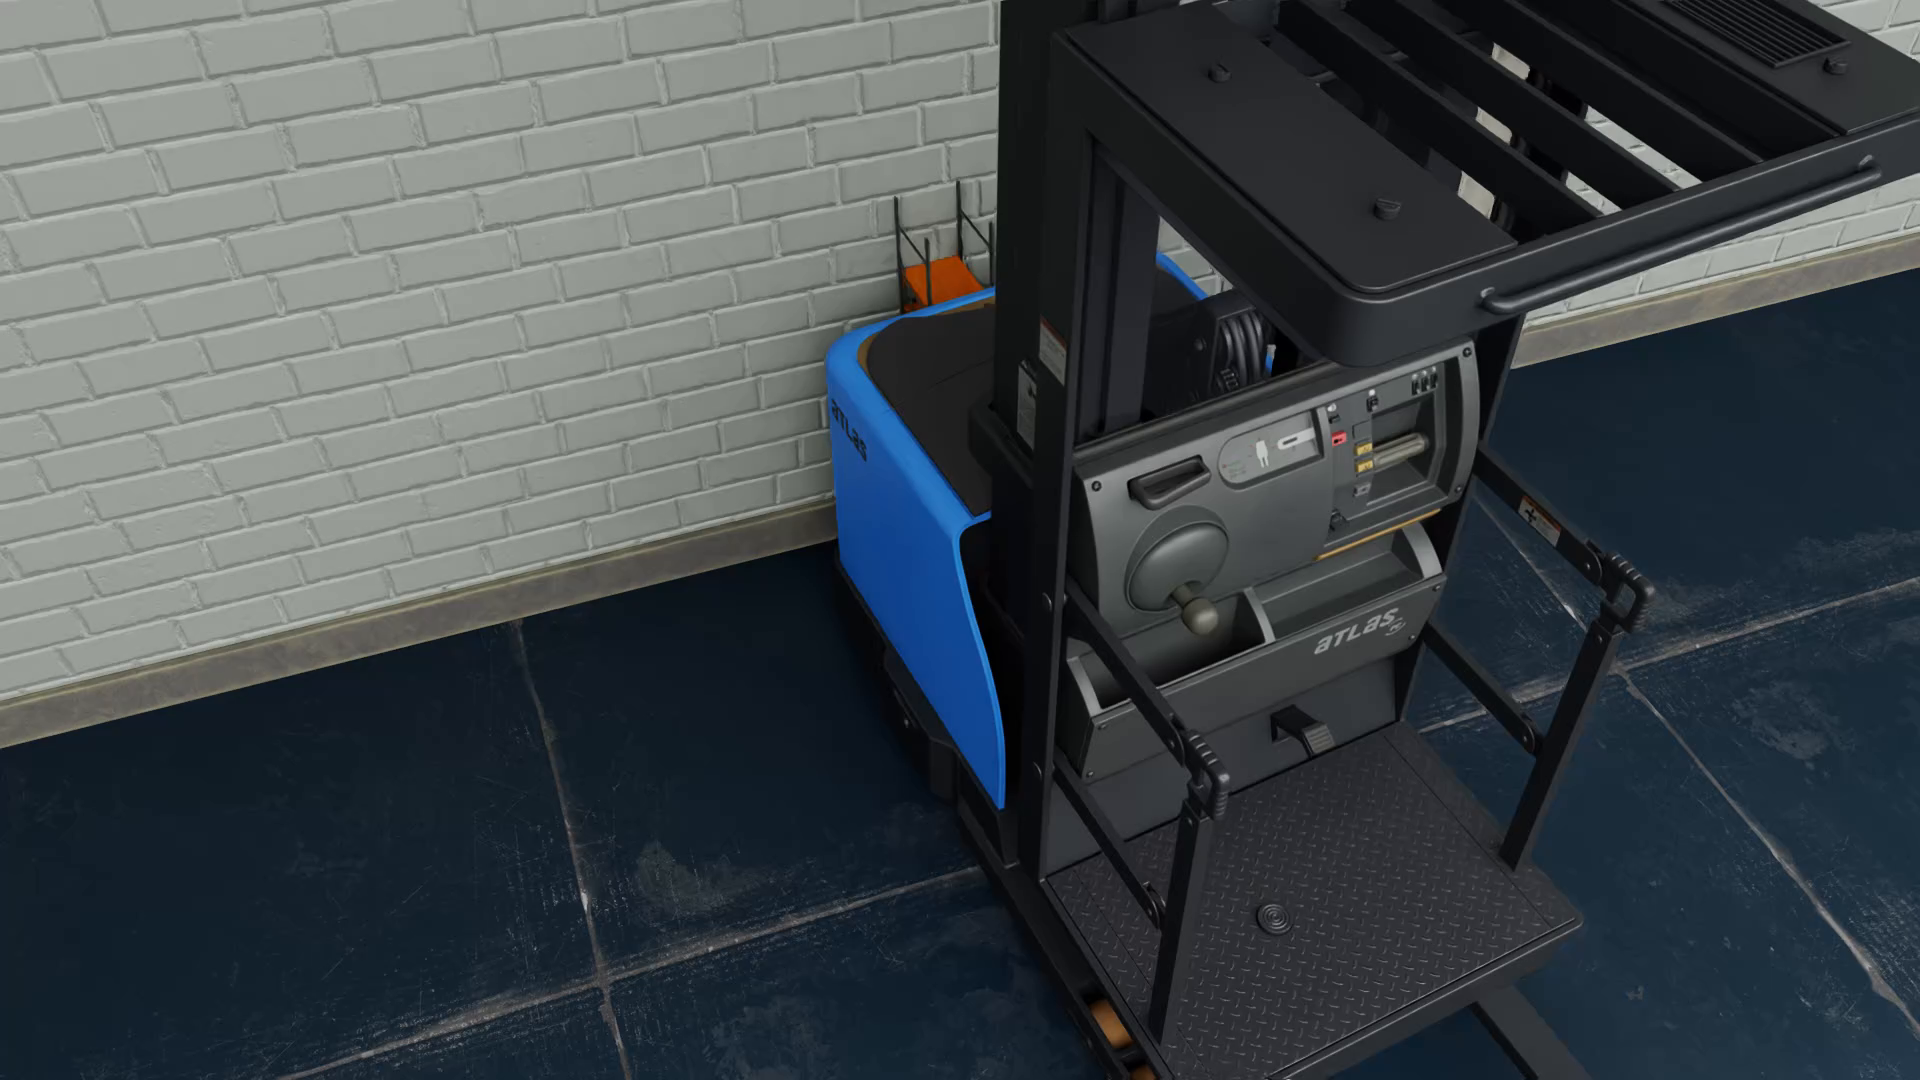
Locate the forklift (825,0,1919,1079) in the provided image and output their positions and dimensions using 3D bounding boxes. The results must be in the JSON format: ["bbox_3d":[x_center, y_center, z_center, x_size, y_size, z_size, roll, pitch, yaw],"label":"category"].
[{"bbox_3d":[0.759,-0.021,3.202,1.130,2.935,3.031,-20,48,-19],"label":"forklift"}]

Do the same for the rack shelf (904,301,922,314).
[{"bbox_3d":[-0.036,-0.586,4.701,0.180,0.103,0.258,-17,46,-16],"label":"rack shelf"}]

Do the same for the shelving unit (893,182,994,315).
[{"bbox_3d":[-0.032,-0.445,4.836,0.189,1.200,0.258,-17,46,-16],"label":"shelving unit"}]

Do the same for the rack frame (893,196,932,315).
[{"bbox_3d":[-0.116,-0.418,4.812,0.006,1.200,0.240,-17,46,-16],"label":"rack frame"}]

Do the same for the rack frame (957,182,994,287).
[{"bbox_3d":[0.052,-0.471,4.861,0.006,1.200,0.240,-17,46,-16],"label":"rack frame"}]

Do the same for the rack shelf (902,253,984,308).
[{"bbox_3d":[-0.039,-0.672,4.618,0.180,0.103,0.258,-17,46,-16],"label":"rack shelf"}]
